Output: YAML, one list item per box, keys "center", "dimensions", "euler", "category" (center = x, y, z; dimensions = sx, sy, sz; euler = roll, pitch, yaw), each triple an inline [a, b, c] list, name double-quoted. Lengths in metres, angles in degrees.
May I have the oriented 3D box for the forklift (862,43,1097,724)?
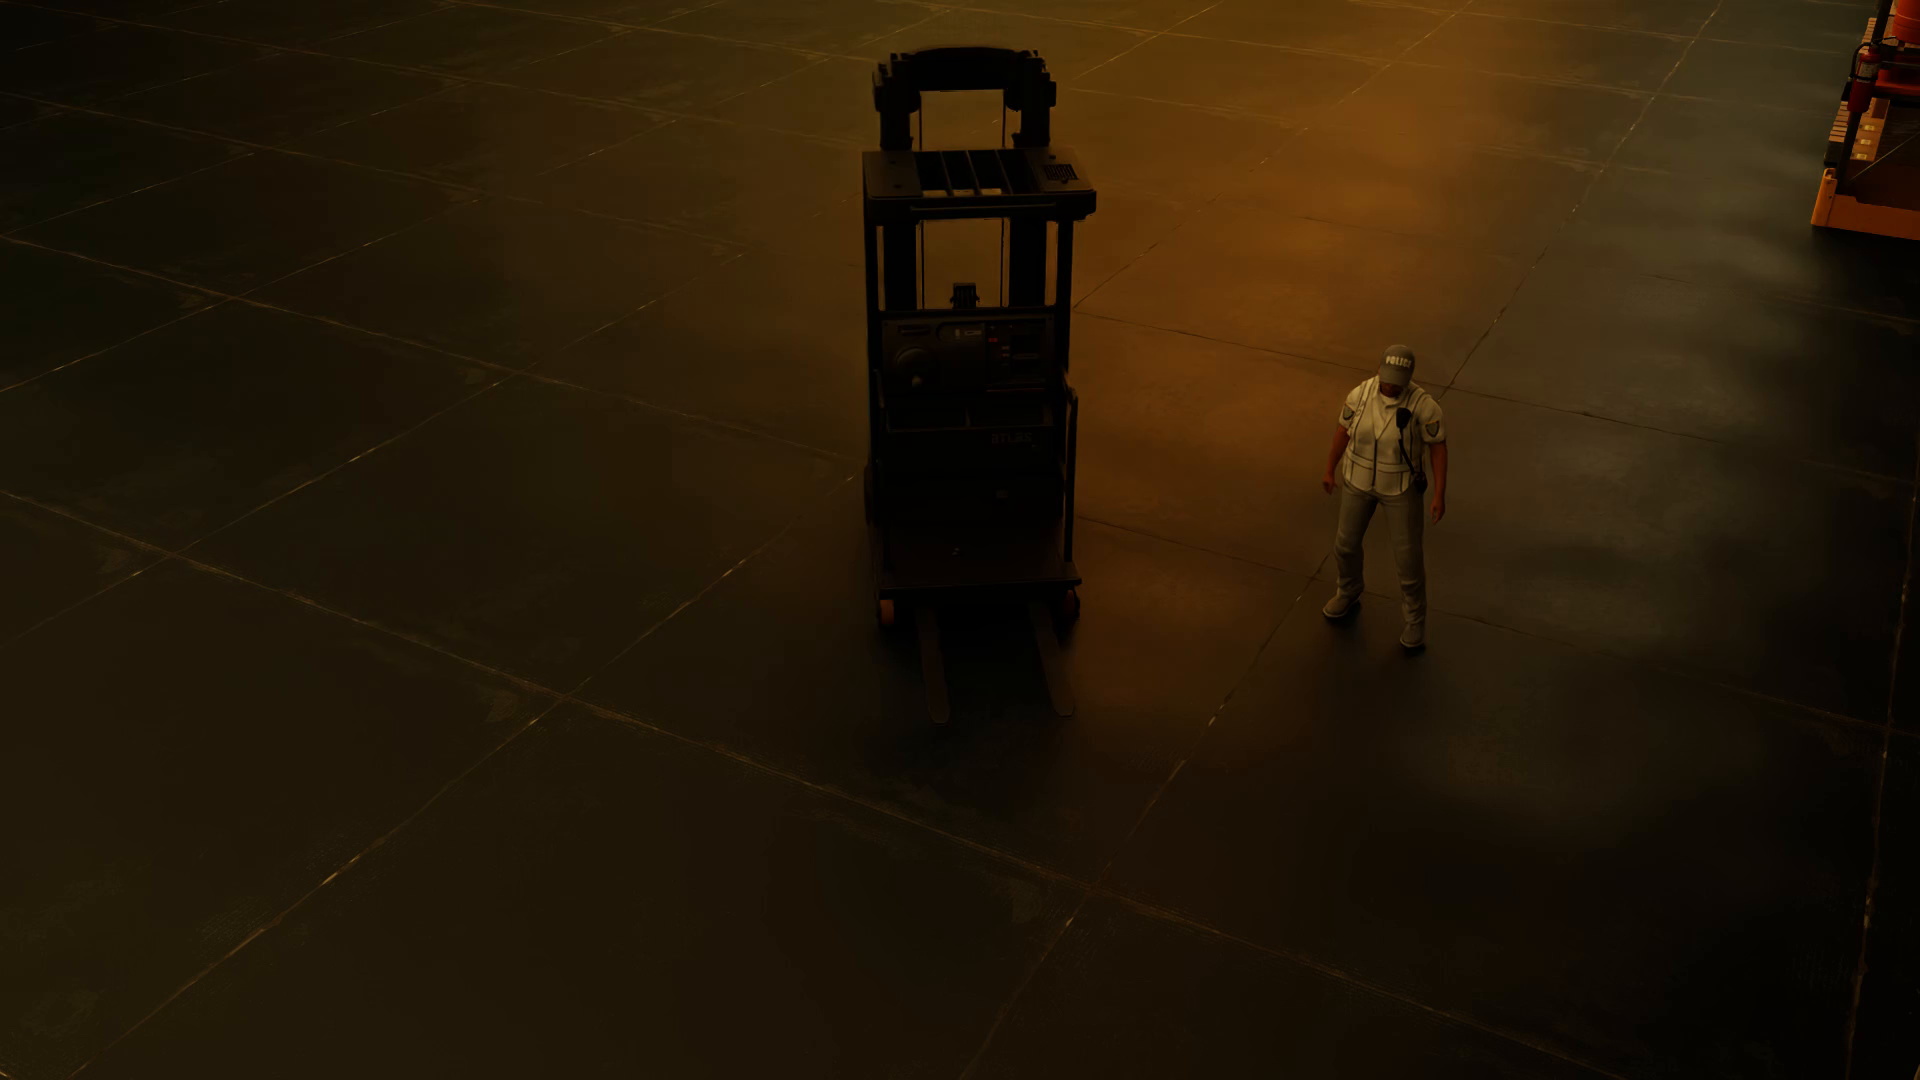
- center: [0.070, -0.960, 8.734]
  dimensions: [1.130, 2.935, 3.031]
  euler: [-3, 30, -5]
  category: "forklift"

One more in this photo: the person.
- center: [2.263, -0.281, 8.847]
  dimensions: [0.708, 1.646, 0.433]
  euler: [16, 34, 26]
  category: "person"
